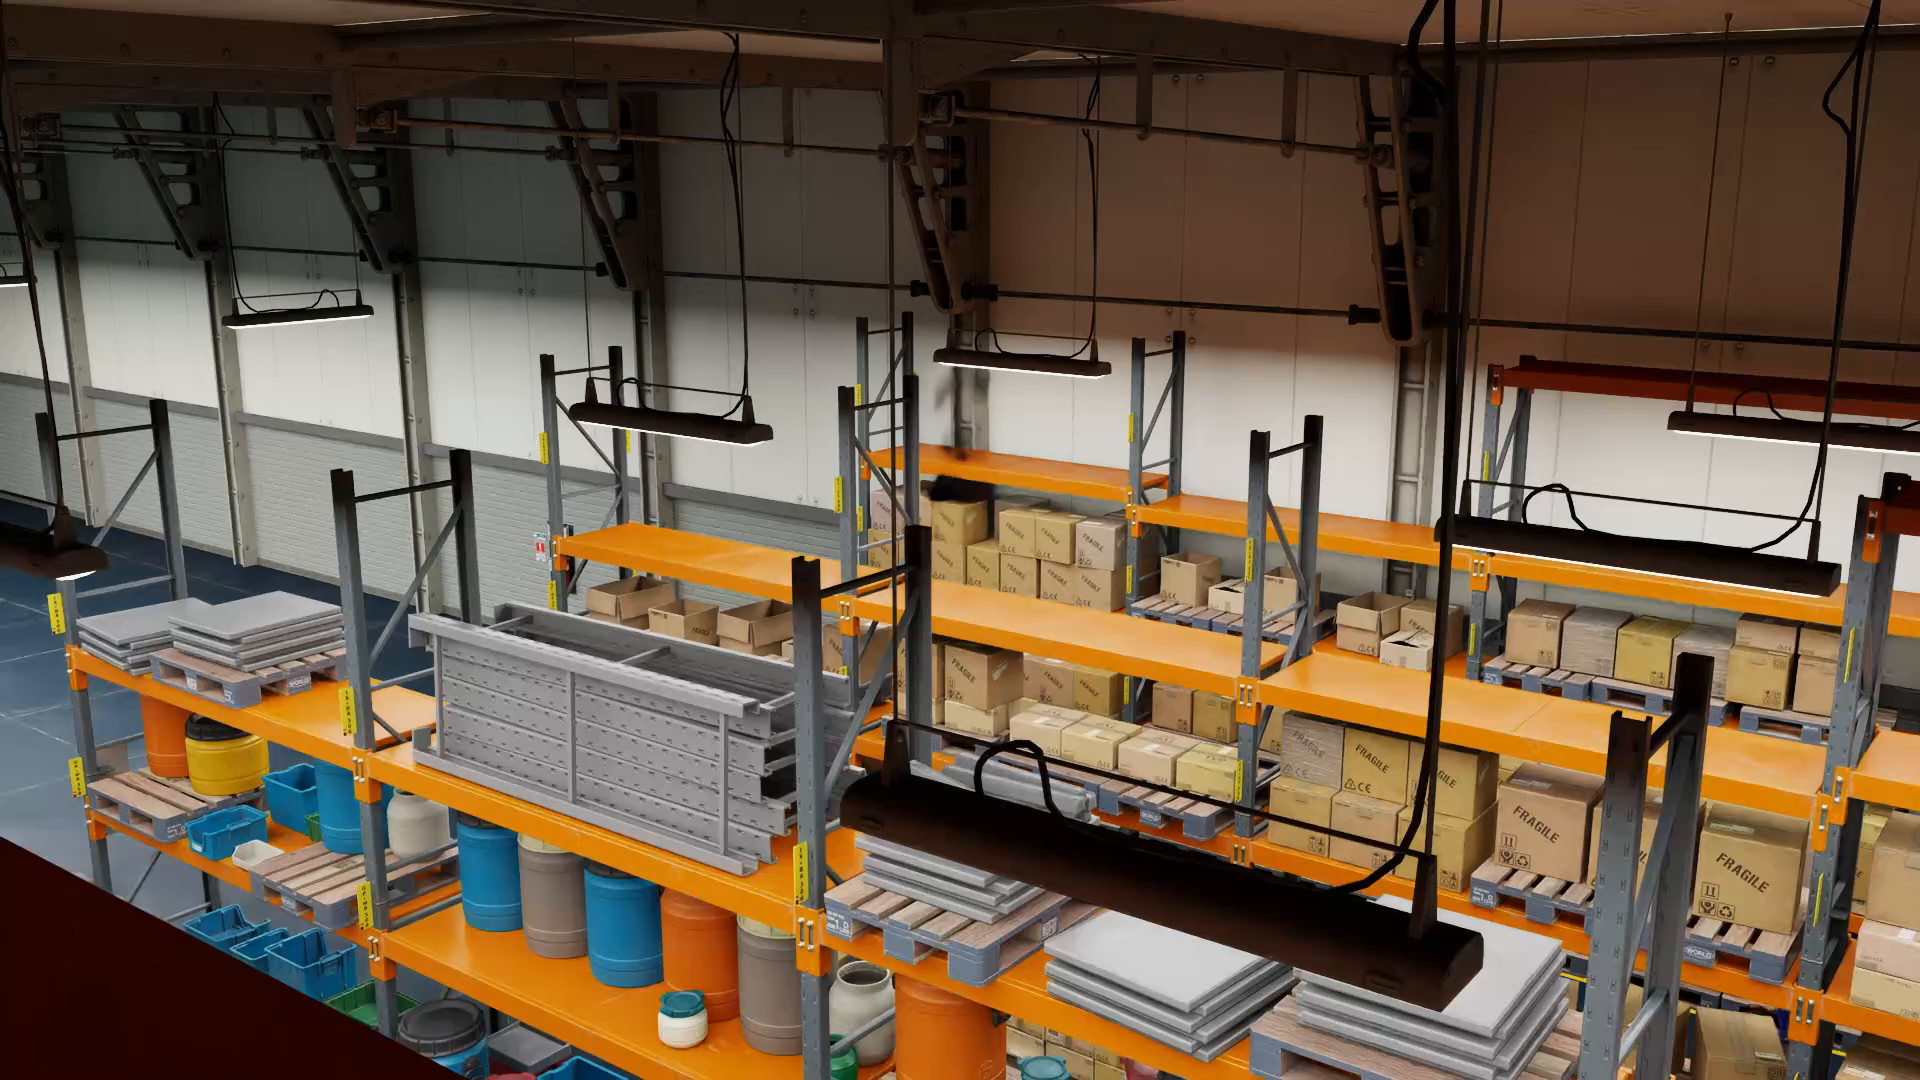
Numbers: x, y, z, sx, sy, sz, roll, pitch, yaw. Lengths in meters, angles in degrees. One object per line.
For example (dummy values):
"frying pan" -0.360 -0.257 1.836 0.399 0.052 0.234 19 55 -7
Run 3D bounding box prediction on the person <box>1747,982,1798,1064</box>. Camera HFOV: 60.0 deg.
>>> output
"person" 6.794 4.193 13.592 0.717 1.691 0.550 7 15 26
